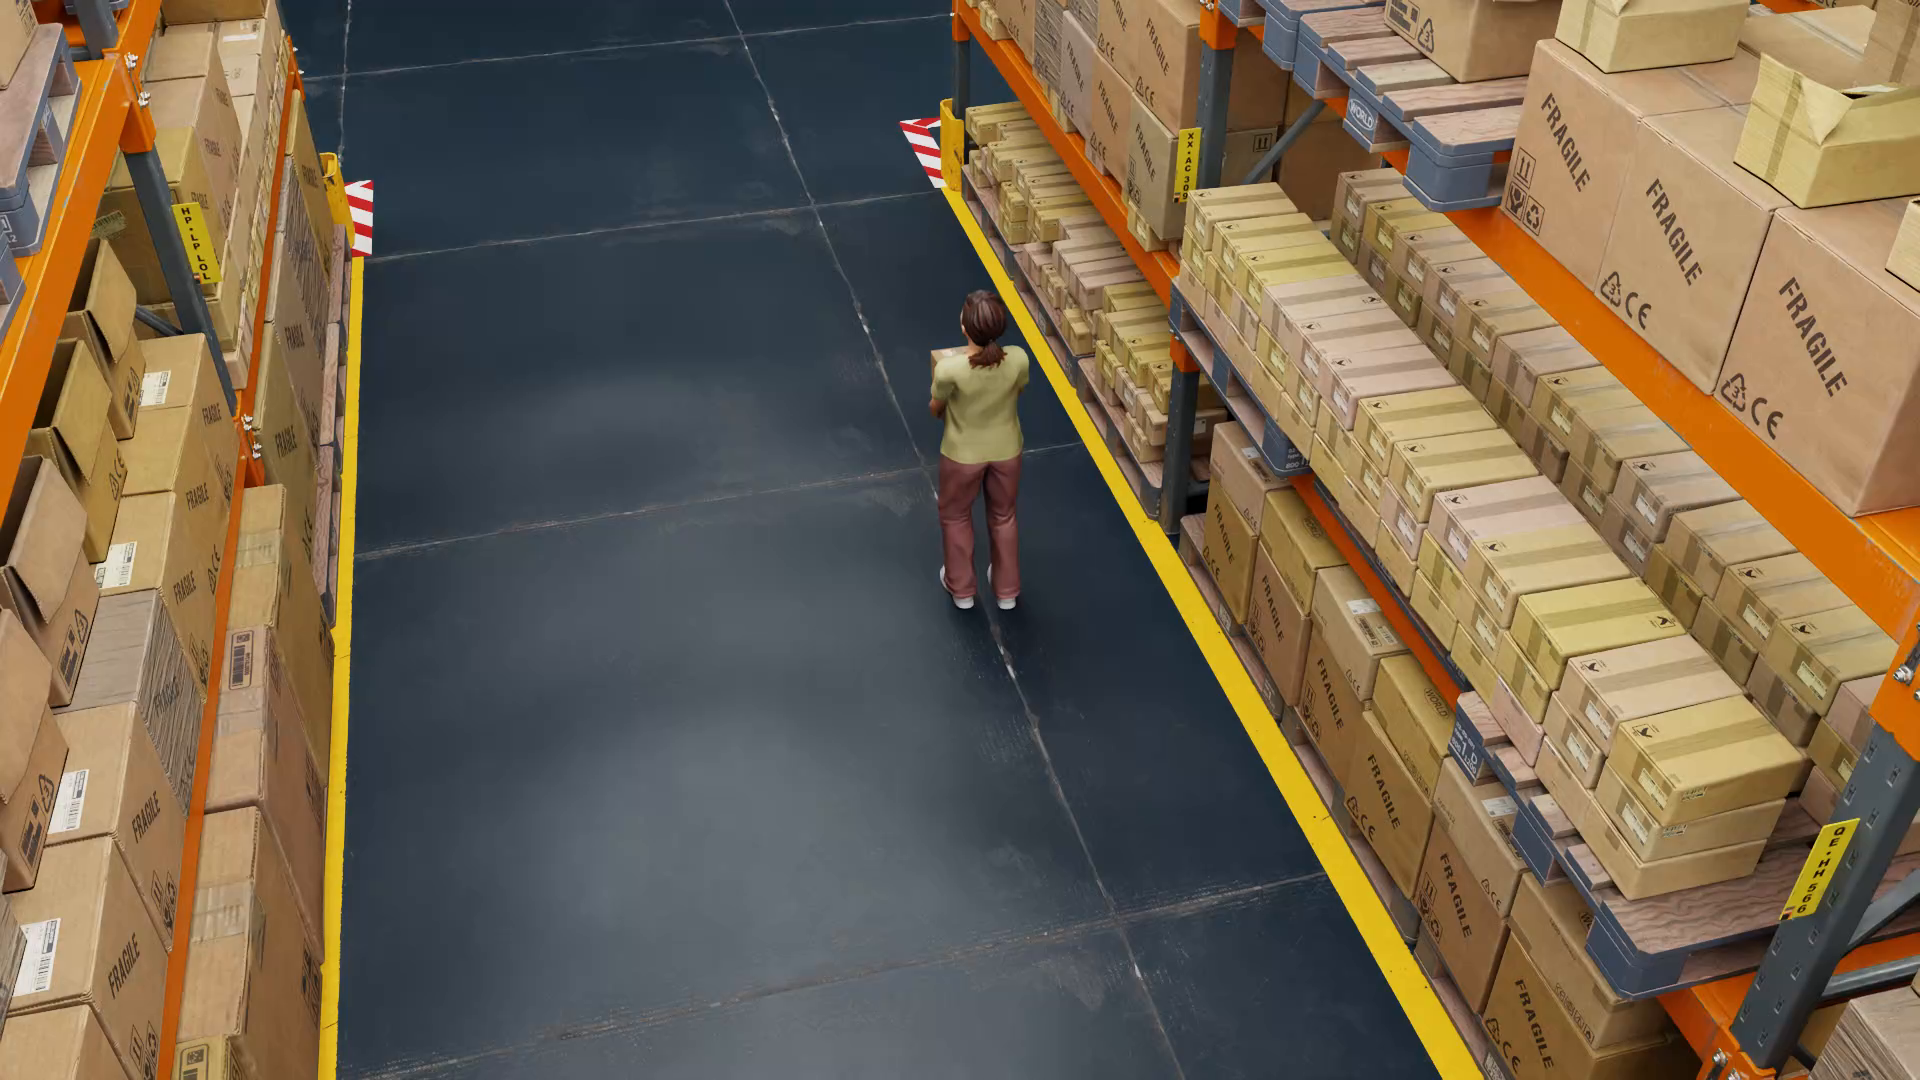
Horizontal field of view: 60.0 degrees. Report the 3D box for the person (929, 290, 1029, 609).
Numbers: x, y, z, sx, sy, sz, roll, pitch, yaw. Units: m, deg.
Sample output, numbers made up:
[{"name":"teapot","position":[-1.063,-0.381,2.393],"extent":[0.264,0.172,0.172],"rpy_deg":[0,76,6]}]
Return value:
[{"name":"person","position":[0.069,-0.403,7.247],"extent":[0.428,1.645,0.552],"rpy_deg":[-9,39,-12]}]
